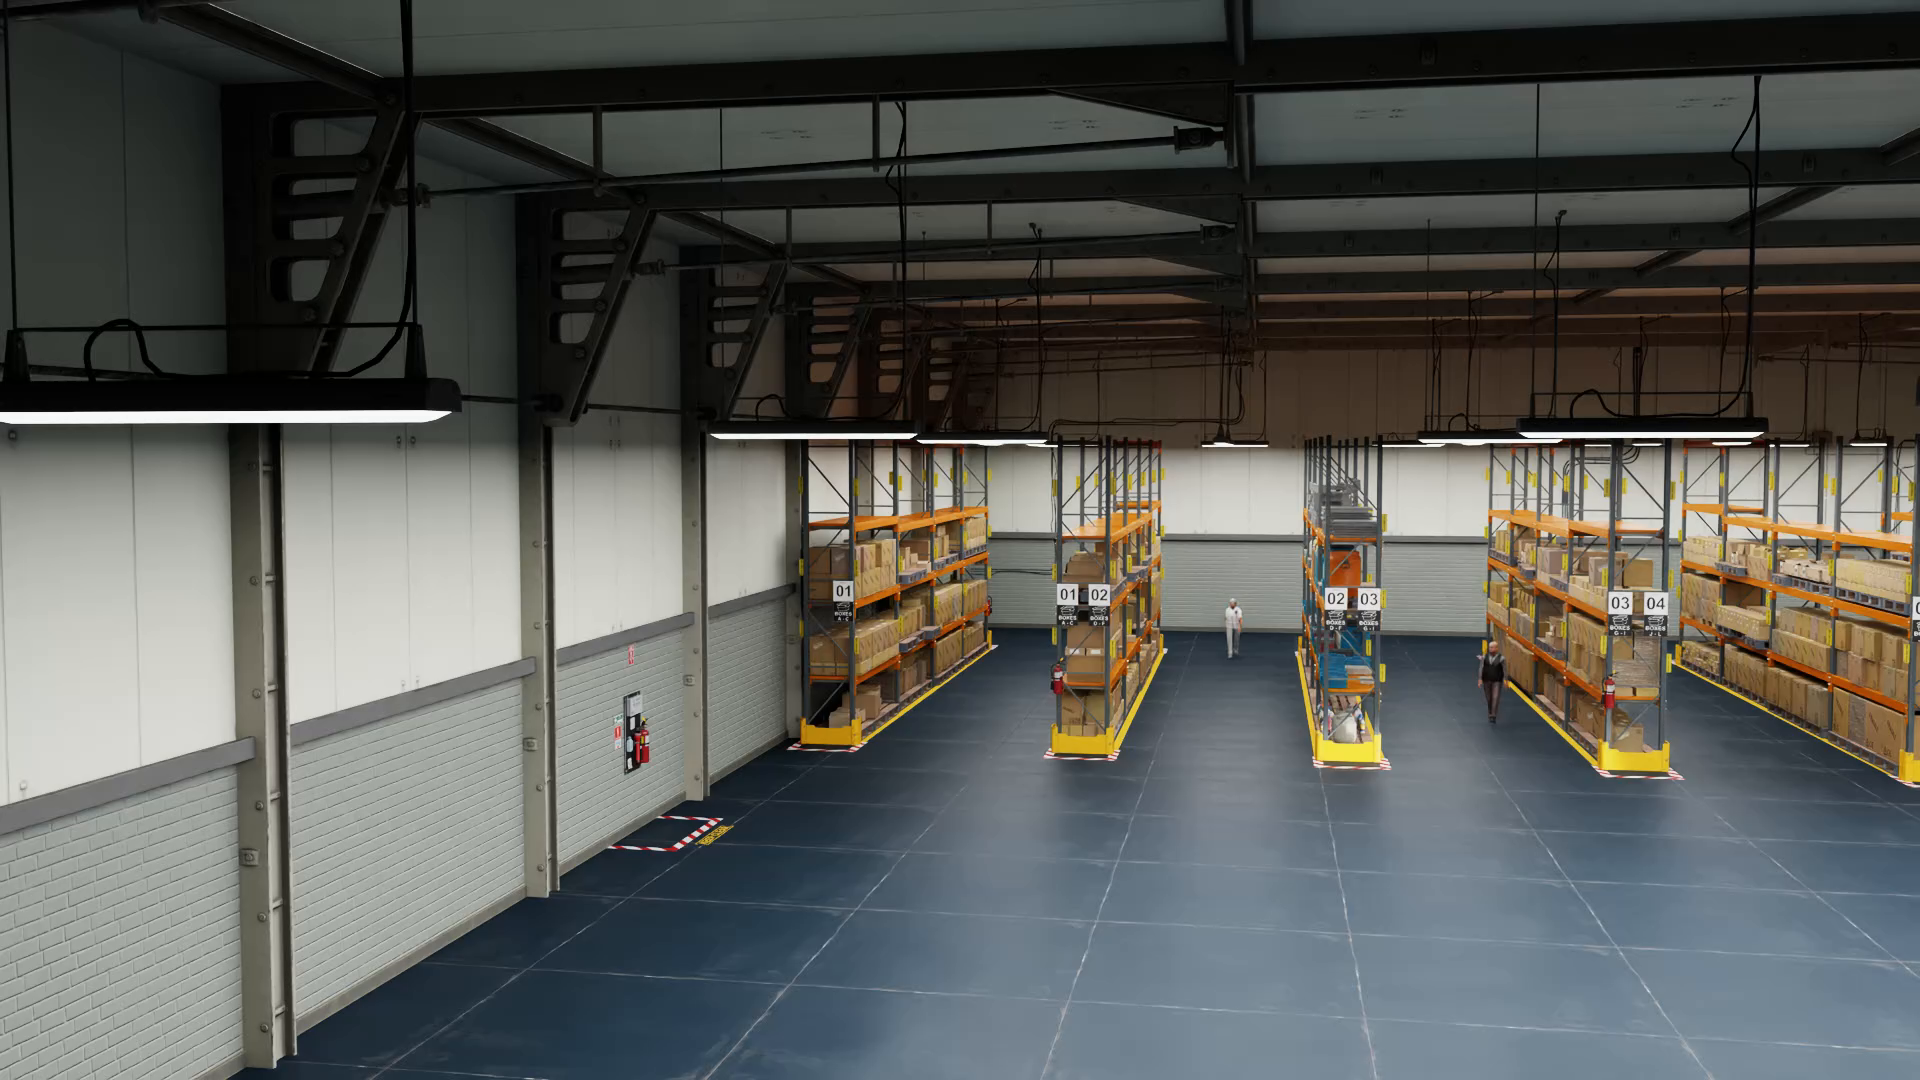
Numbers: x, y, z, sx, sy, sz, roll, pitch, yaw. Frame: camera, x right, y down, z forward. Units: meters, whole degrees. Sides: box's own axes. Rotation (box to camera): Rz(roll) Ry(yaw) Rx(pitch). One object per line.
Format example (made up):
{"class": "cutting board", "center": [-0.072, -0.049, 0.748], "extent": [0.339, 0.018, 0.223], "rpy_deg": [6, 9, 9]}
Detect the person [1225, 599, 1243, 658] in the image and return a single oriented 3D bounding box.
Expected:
{"class": "person", "center": [7.567, 2.420, 45.948], "extent": [0.470, 1.605, 1.034], "rpy_deg": [0, 3, 9]}

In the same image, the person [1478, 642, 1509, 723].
{"class": "person", "center": [11.146, 2.978, 34.909], "extent": [0.574, 1.670, 0.963], "rpy_deg": [2, 4, 38]}
